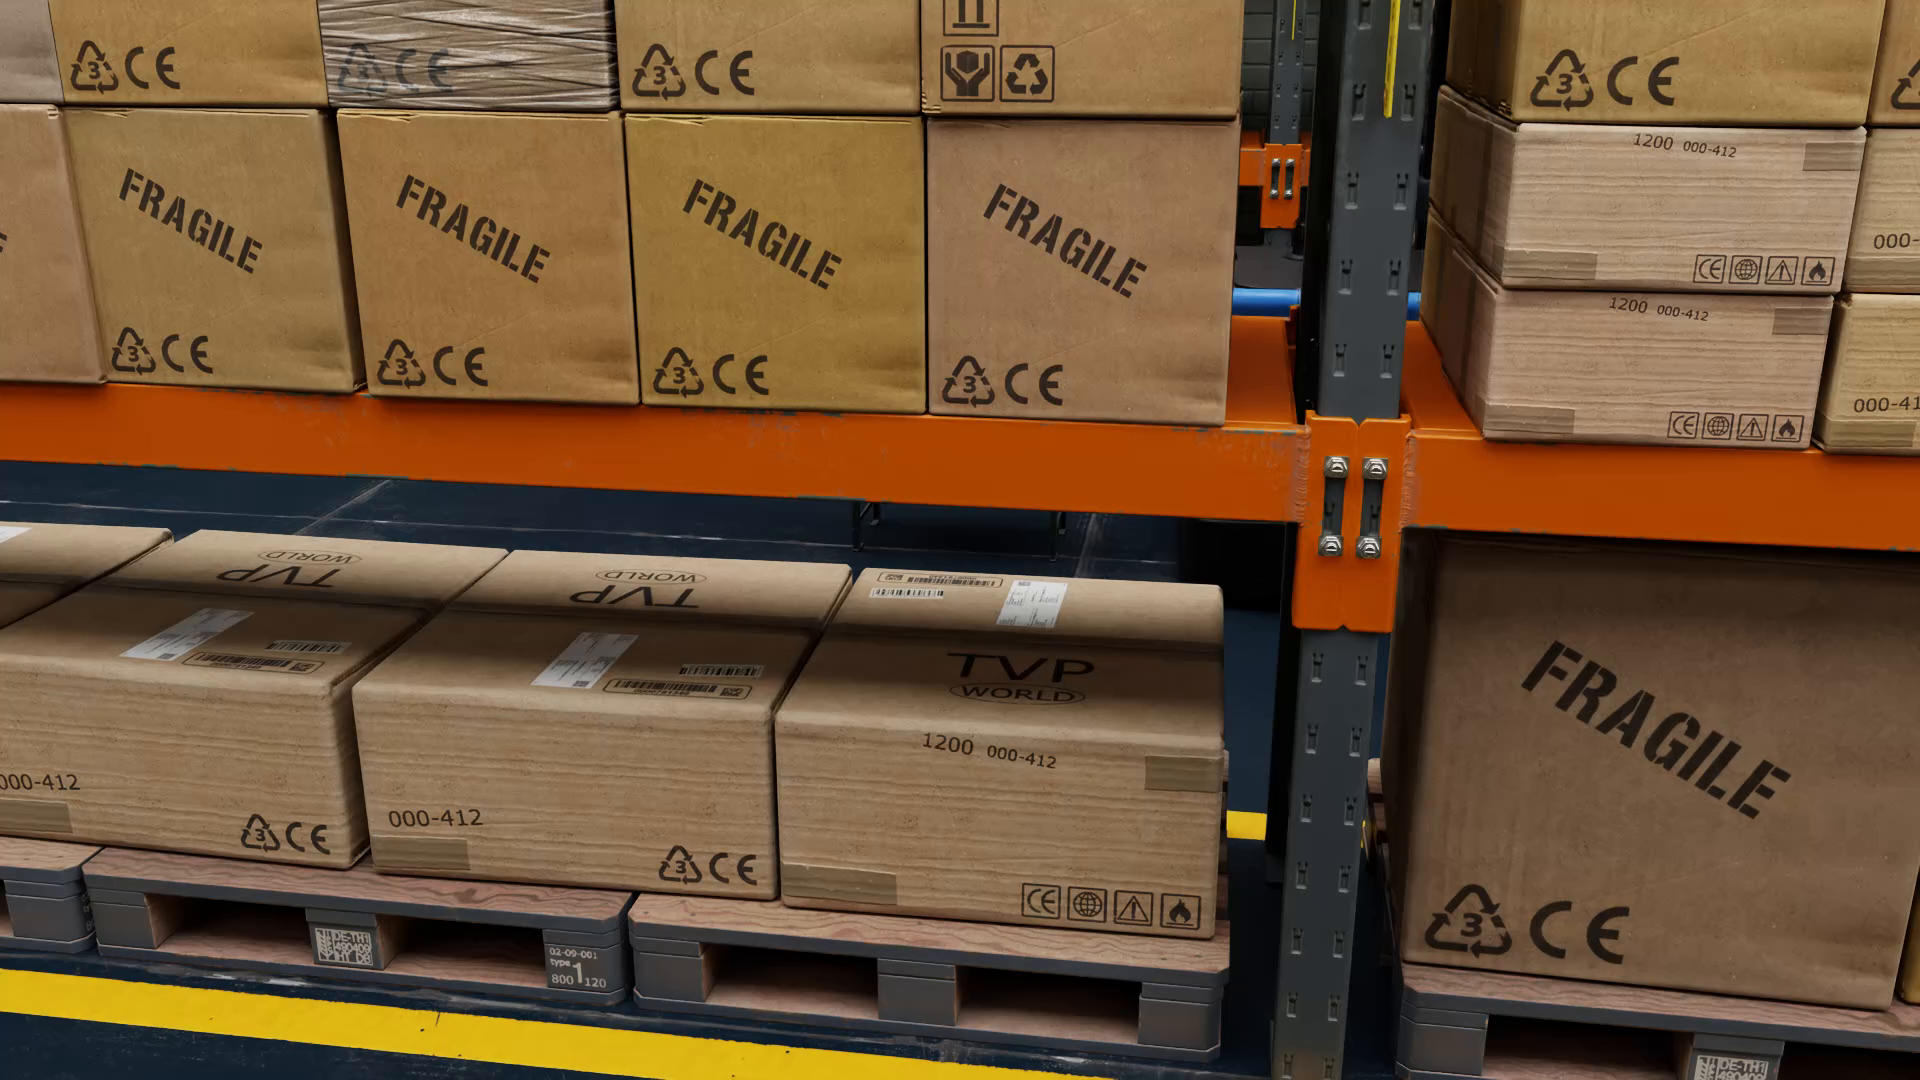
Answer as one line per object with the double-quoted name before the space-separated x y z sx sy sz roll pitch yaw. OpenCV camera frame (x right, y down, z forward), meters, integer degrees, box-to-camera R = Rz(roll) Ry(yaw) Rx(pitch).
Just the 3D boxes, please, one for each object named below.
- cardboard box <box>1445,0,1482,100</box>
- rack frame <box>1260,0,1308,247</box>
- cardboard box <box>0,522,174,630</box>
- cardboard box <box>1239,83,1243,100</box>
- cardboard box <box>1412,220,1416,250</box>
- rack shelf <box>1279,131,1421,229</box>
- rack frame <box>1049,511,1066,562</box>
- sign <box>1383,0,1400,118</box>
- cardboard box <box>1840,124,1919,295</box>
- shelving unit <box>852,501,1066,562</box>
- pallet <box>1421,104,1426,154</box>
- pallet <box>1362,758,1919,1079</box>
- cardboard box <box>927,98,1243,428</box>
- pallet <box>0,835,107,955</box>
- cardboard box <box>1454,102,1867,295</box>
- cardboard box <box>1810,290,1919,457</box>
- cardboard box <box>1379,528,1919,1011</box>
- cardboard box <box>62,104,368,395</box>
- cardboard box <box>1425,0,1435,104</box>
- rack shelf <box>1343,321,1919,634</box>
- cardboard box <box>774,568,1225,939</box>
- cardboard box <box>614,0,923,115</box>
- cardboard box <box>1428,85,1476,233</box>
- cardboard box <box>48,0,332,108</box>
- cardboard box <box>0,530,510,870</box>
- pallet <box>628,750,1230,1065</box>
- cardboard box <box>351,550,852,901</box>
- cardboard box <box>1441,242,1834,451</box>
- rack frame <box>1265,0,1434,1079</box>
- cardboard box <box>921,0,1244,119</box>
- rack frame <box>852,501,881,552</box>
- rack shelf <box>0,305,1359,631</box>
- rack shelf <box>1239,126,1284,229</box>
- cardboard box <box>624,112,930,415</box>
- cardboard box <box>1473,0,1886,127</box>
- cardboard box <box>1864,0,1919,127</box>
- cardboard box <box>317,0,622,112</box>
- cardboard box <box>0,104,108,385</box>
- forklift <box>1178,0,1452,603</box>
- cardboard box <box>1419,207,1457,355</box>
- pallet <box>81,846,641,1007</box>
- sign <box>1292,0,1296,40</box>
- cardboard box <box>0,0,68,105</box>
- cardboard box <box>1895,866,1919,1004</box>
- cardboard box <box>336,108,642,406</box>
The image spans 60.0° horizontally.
"cardboard box" 1.214 -1.100 3.130 0.500 0.500 0.500 4 19 10
"rack frame" 1.516 -2.077 7.785 0.127 3.000 1.000 3 19 9
"cardboard box" -2.549 0.294 4.073 0.875 0.438 0.875 2 19 7
"cardboard box" 0.311 -0.675 3.436 0.500 0.500 0.500 4 19 10
"cardboard box" 2.092 -1.440 7.667 0.250 0.149 0.380 2 19 6
"rack shelf" 3.491 -1.636 7.598 4.000 0.370 1.077 3 19 9
"rack frame" 0.368 -0.692 6.009 0.023 1.500 0.400 3 19 9
"sign" 0.646 -0.796 2.467 0.005 0.325 0.100 3 19 9
"cardboard box" 1.642 -0.560 2.699 0.500 0.250 0.500 3 19 10
"shelving unit" 0.007 -0.711 6.064 0.755 1.500 0.431 3 19 9
"pallet" 2.288 -1.912 7.593 1.213 0.211 1.003 3 19 9
"pallet" 1.506 0.815 3.534 1.213 0.211 1.003 3 19 9
"cardboard box" 0.234 -0.513 2.951 0.500 0.500 0.500 3 19 9
"pallet" -2.415 0.615 4.134 1.213 0.211 1.003 3 19 9
"cardboard box" 1.122 -0.578 2.751 0.500 0.250 0.500 2 19 7
"cardboard box" 1.636 -0.321 2.771 0.500 0.250 0.500 2 19 7
"cardboard box" 1.358 0.292 3.389 0.875 0.875 0.875 4 19 10
"cardboard box" -1.288 -0.589 3.178 0.500 0.500 0.500 4 19 10
"cardboard box" 1.958 -2.230 7.420 0.500 0.500 0.700 3 19 10
"rack shelf" 2.707 -0.080 2.950 4.000 0.370 1.077 3 19 9
"cardboard box" 0.130 0.428 3.671 0.875 0.438 0.875 3 19 8
"cardboard box" -0.277 -1.009 2.858 0.500 0.500 0.500 3 19 8
"cardboard box" 1.207 -0.742 3.242 0.500 0.250 0.500 3 19 9
"cardboard box" -1.275 -1.060 3.009 0.500 0.500 0.500 3 19 9
"cardboard box" -1.644 0.338 3.943 0.875 0.438 0.875 3 19 10
"pallet" -0.006 0.737 3.767 1.213 0.211 1.003 3 19 9
"cardboard box" -0.754 0.384 3.805 0.875 0.438 0.875 2 19 7
"cardboard box" 1.125 -0.346 2.847 0.500 0.250 0.500 2 19 7
"rack frame" 0.733 -0.522 3.137 0.127 3.000 1.000 3 19 9
"cardboard box" 0.223 -0.981 2.774 0.500 0.500 0.500 3 19 8
"rack frame" -0.355 -0.729 6.119 0.023 1.500 0.400 3 19 9
"rack shelf" -1.242 -0.282 3.552 4.000 0.370 1.077 3 19 9
"rack shelf" -0.458 -1.837 8.200 4.000 0.370 1.077 3 19 9
"cardboard box" -0.275 -0.537 3.023 0.500 0.500 0.500 2 19 7
"cardboard box" 1.122 -0.932 2.627 0.500 0.500 0.500 3 19 9
"cardboard box" 1.628 -0.915 2.576 0.500 0.500 0.500 3 19 8
"cardboard box" -0.781 -1.032 2.926 0.500 0.500 0.500 3 19 9
"cardboard box" -1.785 -0.609 3.238 0.500 0.500 0.500 3 19 8
"forklift" 2.305 -1.269 5.475 3.031 2.935 1.130 2 19 6
"cardboard box" 1.216 -0.508 3.329 0.500 0.250 0.500 2 19 7
"pallet" -1.214 0.677 3.948 1.213 0.211 1.003 3 19 9
"sign" 1.438 -2.318 7.138 0.005 0.325 0.100 3 19 9
"cardboard box" -1.767 -1.084 3.084 0.500 0.500 0.500 3 19 8
"cardboard box" 2.251 0.335 3.260 0.875 0.875 0.875 3 19 10
"cardboard box" -0.773 -0.558 3.085 0.500 0.500 0.500 3 19 8
